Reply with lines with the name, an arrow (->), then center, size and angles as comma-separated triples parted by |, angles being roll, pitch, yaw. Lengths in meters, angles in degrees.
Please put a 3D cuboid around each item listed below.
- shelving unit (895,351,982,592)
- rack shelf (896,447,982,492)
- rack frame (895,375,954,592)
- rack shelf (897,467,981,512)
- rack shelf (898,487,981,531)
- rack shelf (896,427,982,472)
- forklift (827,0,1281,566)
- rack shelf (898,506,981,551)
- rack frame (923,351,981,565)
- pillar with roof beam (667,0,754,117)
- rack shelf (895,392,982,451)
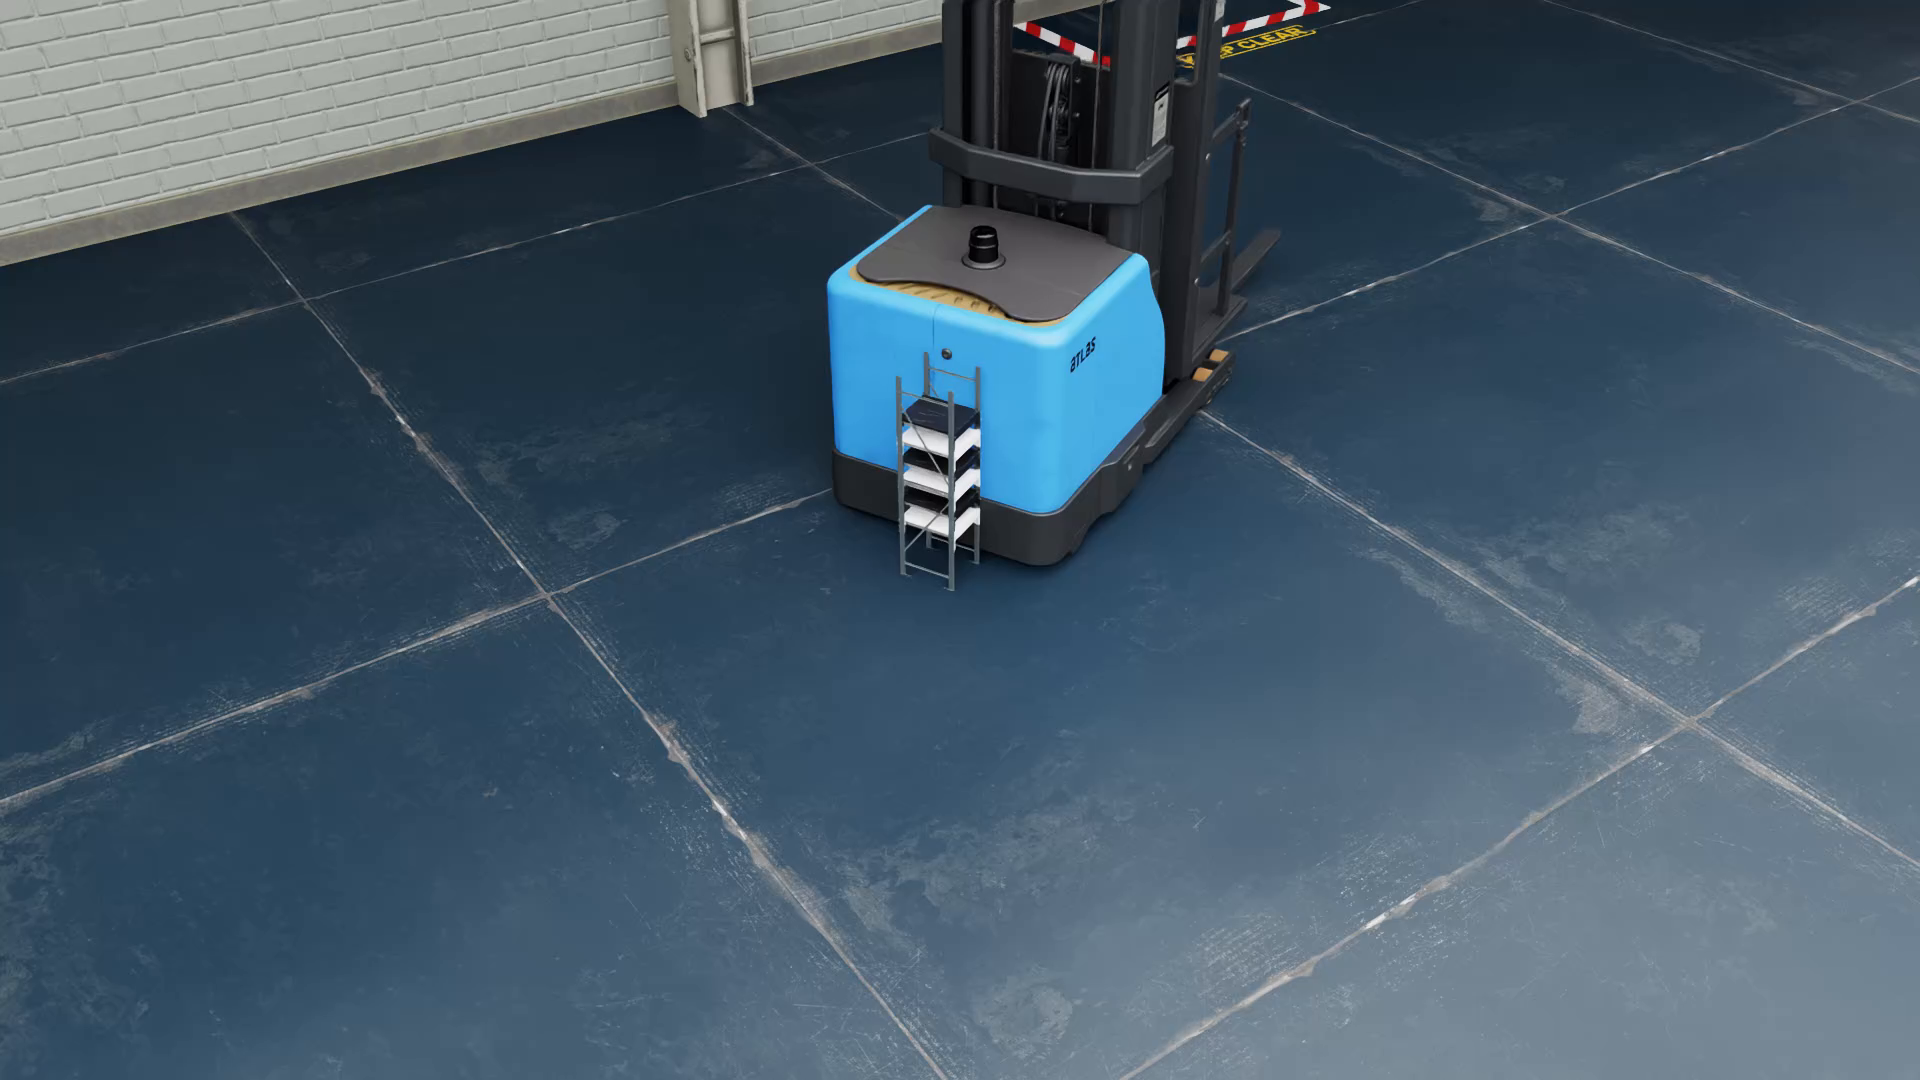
shelving unit -> -0.079, -0.249, 6.325 | 0.258, 0.900, 0.210 | 18, 39, 23
rack shelf -> -0.079, -0.295, 6.292 | 0.258, 0.077, 0.200 | 18, 39, 23
rack frame -> -0.128, -0.197, 6.253 | 0.240, 0.900, 0.006 | 18, 39, 23
rack shelf -> -0.079, -0.222, 6.345 | 0.258, 0.077, 0.200 | 18, 39, 23
rack shelf -> -0.079, -0.149, 6.397 | 0.258, 0.077, 0.200 | 18, 39, 23
rack shelf -> -0.079, -0.368, 6.240 | 0.258, 0.077, 0.200 | 18, 39, 23
forklift -> 0.632, -1.929, 6.922 | 1.130, 2.935, 3.031 | 18, 39, 23
rack shelf -> -0.079, -0.076, 6.450 | 0.258, 0.077, 0.200 | 18, 39, 23
rack frame -> -0.030, -0.301, 6.398 | 0.240, 0.900, 0.006 | 18, 39, 23
pillar with roof beam -> 0.918, -4.389, 5.145 | 0.400, 9.000, 9.100 | -22, 41, -28
rack shelf -> -0.079, -0.441, 6.187 | 0.258, 0.077, 0.200 | 18, 39, 23
